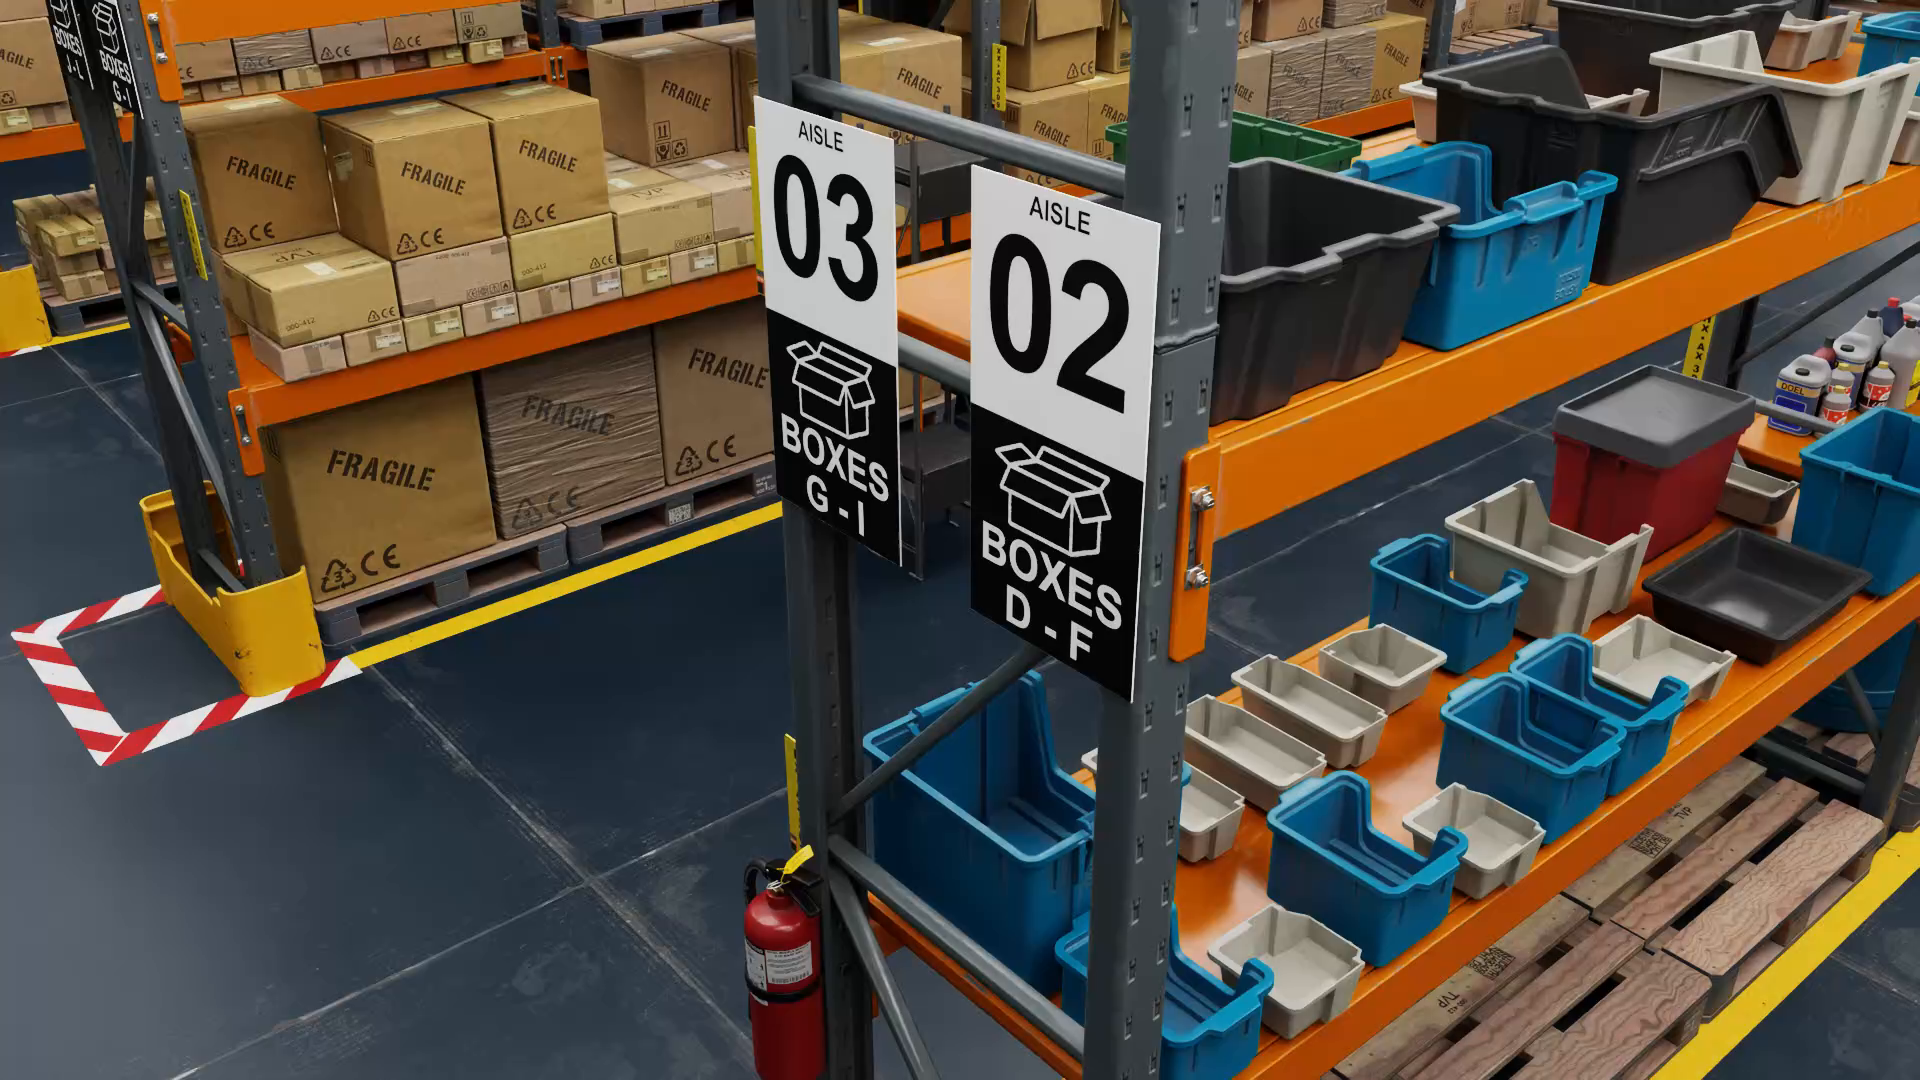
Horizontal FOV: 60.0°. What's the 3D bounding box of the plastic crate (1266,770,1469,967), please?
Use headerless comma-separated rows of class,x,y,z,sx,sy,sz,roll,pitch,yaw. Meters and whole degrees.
plastic crate,0.911,0.749,3.780,0.300,0.233,0.416,-22,35,-35

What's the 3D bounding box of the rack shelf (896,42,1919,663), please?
rack shelf,1.530,-0.757,4.065,4.000,0.370,1.077,-22,35,-35

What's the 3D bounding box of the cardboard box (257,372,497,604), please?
cardboard box,-2.771,-0.388,7.602,0.875,0.875,0.875,-22,35,-35

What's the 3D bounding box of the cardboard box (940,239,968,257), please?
cardboard box,0.311,-1.590,9.852,0.875,0.875,1.225,-22,35,-35

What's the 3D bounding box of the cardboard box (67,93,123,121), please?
cardboard box,-5.483,-2.751,10.483,0.250,0.149,0.380,-23,36,-36

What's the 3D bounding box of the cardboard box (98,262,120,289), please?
cardboard box,-5.596,-1.808,11.029,0.250,0.149,0.380,-22,35,-35

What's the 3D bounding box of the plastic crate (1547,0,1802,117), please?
plastic crate,1.929,-1.347,4.544,0.590,0.269,0.497,-22,35,-35

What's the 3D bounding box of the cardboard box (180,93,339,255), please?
cardboard box,-3.006,-1.555,7.024,0.500,0.500,0.500,-21,35,-34

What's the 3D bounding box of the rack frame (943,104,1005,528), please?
rack frame,0.060,-0.950,7.800,0.015,2.100,0.400,-22,35,-35

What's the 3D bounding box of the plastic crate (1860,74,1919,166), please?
plastic crate,2.331,-1.044,4.119,0.466,0.136,0.293,-22,35,-35

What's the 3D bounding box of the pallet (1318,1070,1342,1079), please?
pallet,0.661,1.852,4.561,1.213,0.211,1.003,-22,35,-35

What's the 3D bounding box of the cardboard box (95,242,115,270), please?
cardboard box,-5.538,-1.916,10.916,0.250,0.149,0.380,-22,35,-35

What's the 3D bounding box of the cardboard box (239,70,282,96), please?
cardboard box,-4.735,-3.091,11.118,0.250,0.149,0.380,-20,34,-33

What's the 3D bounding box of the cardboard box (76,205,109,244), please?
cardboard box,-5.598,-2.081,10.910,0.250,0.149,0.380,-21,35,-34

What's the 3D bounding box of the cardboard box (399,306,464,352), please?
cardboard box,-2.333,-0.952,7.116,0.250,0.149,0.380,-23,36,-36

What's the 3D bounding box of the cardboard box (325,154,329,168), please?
cardboard box,-4.694,-2.700,12.068,0.250,0.149,0.380,-24,36,-37

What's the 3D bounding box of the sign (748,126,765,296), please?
sign,-0.361,-0.609,3.135,0.005,0.325,0.100,-22,35,-35

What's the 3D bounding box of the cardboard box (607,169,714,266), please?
cardboard box,-1.496,-1.506,7.729,0.500,0.250,0.500,-23,36,-36

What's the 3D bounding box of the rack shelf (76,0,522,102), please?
rack shelf,-1.684,-2.533,7.388,4.000,0.370,1.077,-22,35,-35

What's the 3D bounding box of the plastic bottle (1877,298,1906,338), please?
plastic bottle,3.679,-0.797,6.610,0.185,0.351,0.144,-22,35,-35

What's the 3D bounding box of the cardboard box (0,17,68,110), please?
cardboard box,-5.827,-2.938,10.144,0.500,0.500,0.500,-20,34,-33

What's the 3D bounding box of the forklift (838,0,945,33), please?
forklift,-0.358,-3.317,11.348,1.130,2.935,3.031,18,33,29

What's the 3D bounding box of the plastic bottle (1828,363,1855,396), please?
plastic bottle,3.353,-0.576,6.357,0.097,0.201,0.097,0,28,0

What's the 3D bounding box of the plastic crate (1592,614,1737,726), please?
plastic crate,1.922,0.367,4.597,0.466,0.136,0.293,-22,35,-35

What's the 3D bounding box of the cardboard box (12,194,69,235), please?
cardboard box,-6.110,-2.168,11.072,0.250,0.149,0.380,-21,35,-34

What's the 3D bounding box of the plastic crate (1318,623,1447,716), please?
plastic crate,1.151,0.361,4.608,0.250,0.136,0.298,-22,35,-35

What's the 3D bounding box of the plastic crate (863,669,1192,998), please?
plastic crate,0.142,0.649,3.752,0.499,0.435,0.616,-22,35,-35

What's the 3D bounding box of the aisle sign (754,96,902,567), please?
aisle sign,-0.236,-0.369,3.000,0.004,0.787,0.394,-22,35,-35

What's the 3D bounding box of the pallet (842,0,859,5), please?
pallet,-0.735,-4.831,14.312,1.003,0.211,1.213,-22,35,-35

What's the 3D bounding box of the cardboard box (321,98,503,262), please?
cardboard box,-2.285,-1.514,6.949,0.500,0.500,0.500,-23,36,-36

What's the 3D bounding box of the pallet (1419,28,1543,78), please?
pallet,3.353,-3.534,11.885,1.003,0.211,1.213,-22,35,-35

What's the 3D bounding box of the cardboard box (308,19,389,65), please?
cardboard box,-4.265,-3.564,11.316,0.500,0.500,0.500,-22,35,-35

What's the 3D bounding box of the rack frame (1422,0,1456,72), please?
rack frame,2.880,-3.363,11.360,0.127,3.000,1.000,-22,35,-35

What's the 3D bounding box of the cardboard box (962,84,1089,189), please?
cardboard box,0.349,-2.234,9.142,0.500,0.500,0.500,-22,35,-35

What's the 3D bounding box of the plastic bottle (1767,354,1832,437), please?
plastic bottle,3.142,-0.545,6.219,0.135,0.276,0.152,-22,35,-35

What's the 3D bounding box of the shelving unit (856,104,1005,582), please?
shelving unit,-0.126,-0.875,7.660,0.503,2.100,0.431,-22,35,-35

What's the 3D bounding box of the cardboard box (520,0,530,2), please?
cardboard box,-4.813,-5.711,17.564,0.875,0.875,0.875,-21,35,-34

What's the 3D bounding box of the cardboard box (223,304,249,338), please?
cardboard box,-3.149,-1.032,7.265,0.250,0.149,0.380,-21,35,-34

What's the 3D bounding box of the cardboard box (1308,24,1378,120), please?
cardboard box,2.282,-3.017,10.606,0.500,0.500,0.500,-22,35,-35

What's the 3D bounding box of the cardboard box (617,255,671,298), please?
cardboard box,-1.552,-1.266,7.703,0.250,0.149,0.380,-23,36,-36

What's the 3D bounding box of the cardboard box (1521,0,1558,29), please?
cardboard box,4.304,-3.912,12.102,0.500,0.250,0.500,-23,36,-36

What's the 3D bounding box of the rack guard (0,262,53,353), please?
rack guard,-6.290,-1.646,10.799,0.348,0.500,1.175,-22,35,-35

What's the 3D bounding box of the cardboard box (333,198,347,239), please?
cardboard box,-2.623,-1.379,7.491,0.500,0.250,0.500,-23,35,-36

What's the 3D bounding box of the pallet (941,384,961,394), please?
pallet,0.375,-1.172,10.220,1.213,0.211,1.003,-22,35,-35

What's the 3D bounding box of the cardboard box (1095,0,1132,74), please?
cardboard box,0.847,-3.030,9.567,0.637,0.503,0.797,-21,35,-34

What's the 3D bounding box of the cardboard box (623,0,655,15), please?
cardboard box,-2.500,-4.065,12.496,0.250,0.149,0.380,-21,35,-34

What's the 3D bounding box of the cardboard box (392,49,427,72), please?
cardboard box,-3.979,-3.434,11.760,0.250,0.149,0.380,-23,36,-36

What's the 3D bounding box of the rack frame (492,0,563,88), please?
rack frame,-3.305,-3.949,12.456,0.127,3.000,1.000,-22,35,-35

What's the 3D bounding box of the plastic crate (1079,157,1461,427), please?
plastic crate,0.483,-0.423,2.815,0.590,0.269,0.497,-22,35,-35

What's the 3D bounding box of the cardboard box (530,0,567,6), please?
cardboard box,-3.132,-4.215,12.776,0.250,0.149,0.380,-23,36,-36
